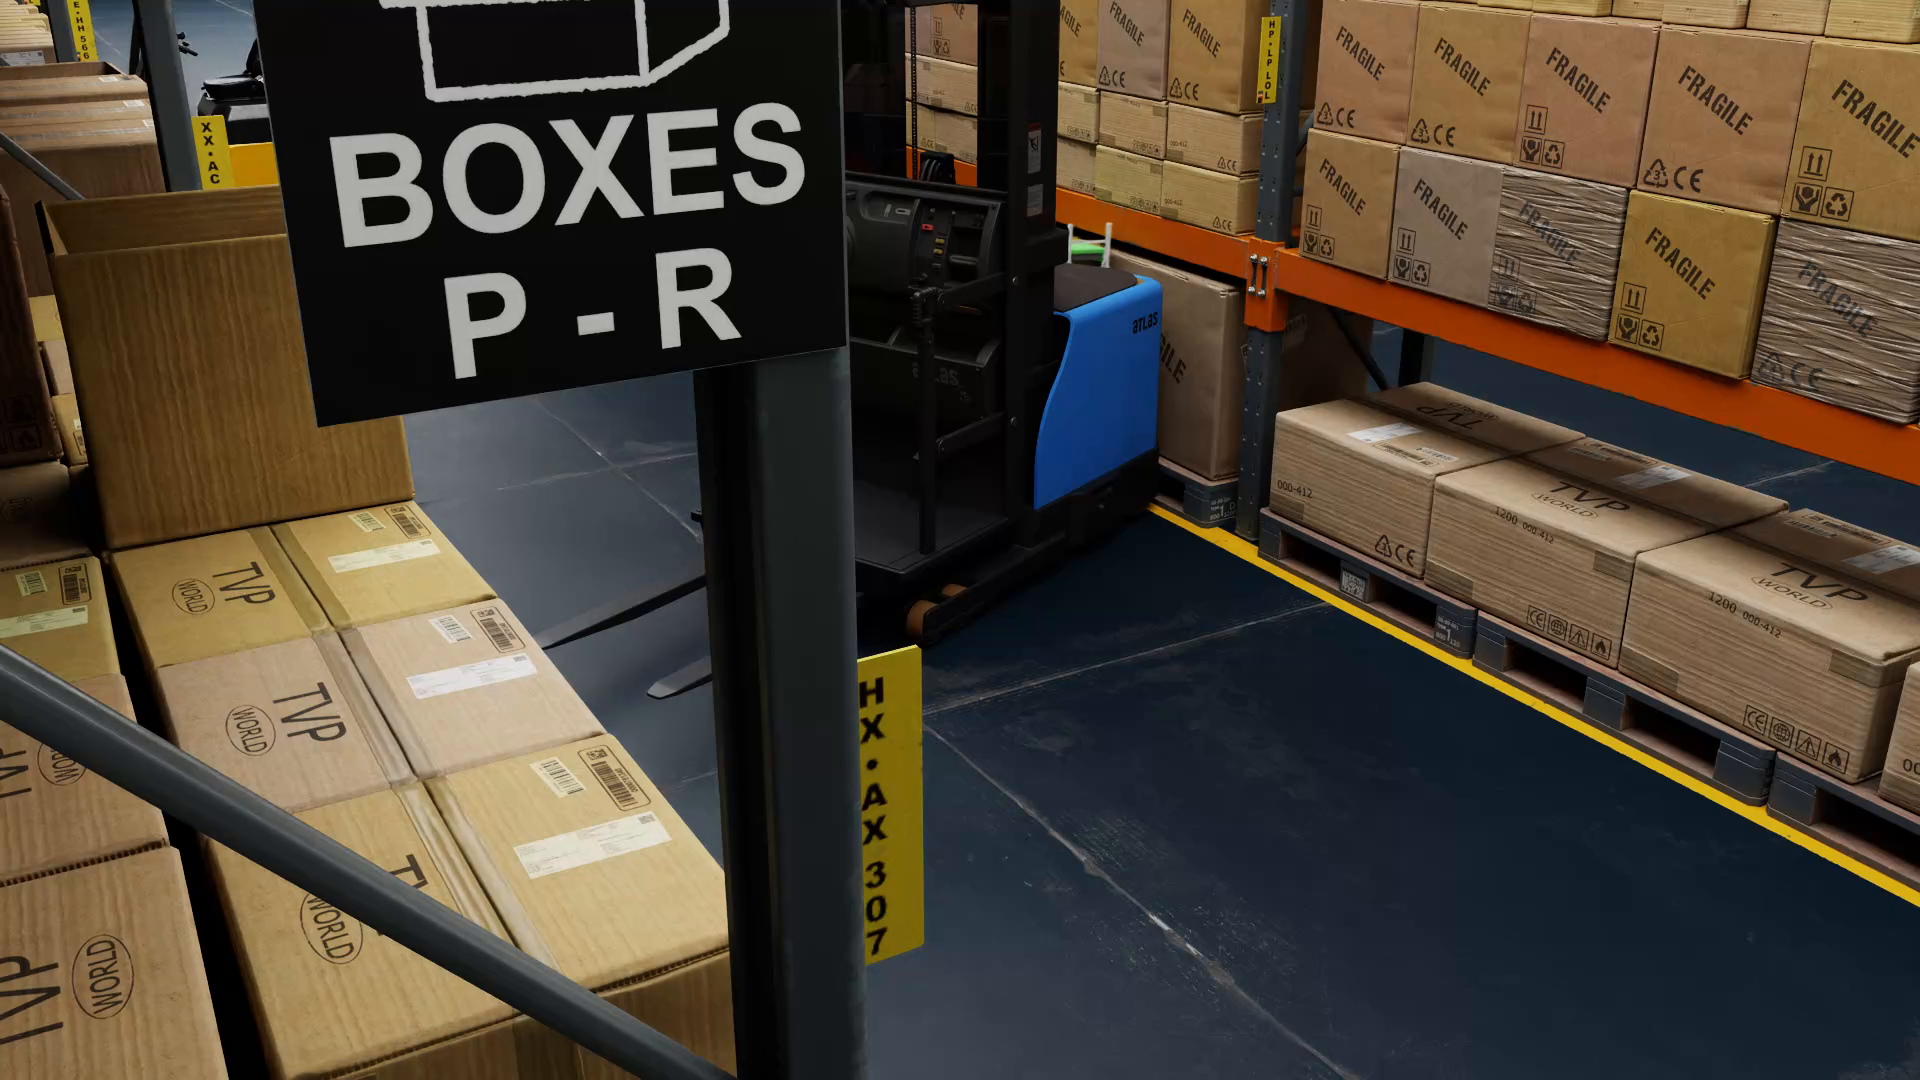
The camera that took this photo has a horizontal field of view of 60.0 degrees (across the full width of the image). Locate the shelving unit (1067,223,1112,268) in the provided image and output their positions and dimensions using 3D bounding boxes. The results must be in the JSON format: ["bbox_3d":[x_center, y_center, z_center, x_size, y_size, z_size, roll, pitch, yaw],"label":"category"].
[{"bbox_3d":[0.440,-0.949,8.001,0.258,1.200,0.503,-8,21,-31],"label":"shelving unit"}]

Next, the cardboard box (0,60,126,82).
[{"bbox_3d":[-3.639,-1.578,6.515,0.797,0.503,0.637,-13,26,-29],"label":"cardboard box"}]

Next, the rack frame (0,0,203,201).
[{"bbox_3d":[-2.589,-0.534,4.641,1.000,3.000,0.127,-13,25,-28],"label":"rack frame"}]

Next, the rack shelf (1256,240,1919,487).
[{"bbox_3d":[2.698,-0.509,5.535,1.077,0.370,4.000,-13,25,-28],"label":"rack shelf"}]

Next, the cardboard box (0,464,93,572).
[{"bbox_3d":[-1.787,0.097,2.892,0.500,0.250,0.500,-13,25,-28],"label":"cardboard box"}]

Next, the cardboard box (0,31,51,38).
[{"bbox_3d":[-4.833,-2.500,8.483,0.380,0.149,0.250,-12,25,-27],"label":"cardboard box"}]

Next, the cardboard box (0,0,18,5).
[{"bbox_3d":[-6.163,-3.322,10.507,0.380,0.149,0.250,-13,26,-29],"label":"cardboard box"}]

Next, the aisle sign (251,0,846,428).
[{"bbox_3d":[-0.258,-0.478,1.050,0.394,0.787,0.004,-13,25,-28],"label":"aisle sign"}]

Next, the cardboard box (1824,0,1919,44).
[{"bbox_3d":[2.665,-1.485,4.659,0.380,0.149,0.250,-12,25,-27],"label":"cardboard box"}]

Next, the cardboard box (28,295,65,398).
[{"bbox_3d":[-2.119,-0.484,4.323,0.500,0.250,0.500,-12,25,-27],"label":"cardboard box"}]

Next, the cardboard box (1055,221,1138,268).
[{"bbox_3d":[0.823,-1.176,8.485,0.875,0.875,0.875,-12,25,-27],"label":"cardboard box"}]

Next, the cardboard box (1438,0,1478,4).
[{"bbox_3d":[1.926,-1.993,5.909,0.380,0.149,0.250,-13,25,-29],"label":"cardboard box"}]

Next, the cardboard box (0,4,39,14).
[{"bbox_3d":[-5.835,-3.173,10.141,0.380,0.149,0.250,-13,26,-30],"label":"cardboard box"}]

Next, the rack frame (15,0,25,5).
[{"bbox_3d":[-6.676,-3.123,11.012,1.000,3.000,0.127,-13,25,-28],"label":"rack frame"}]

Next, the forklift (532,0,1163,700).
[{"bbox_3d":[-0.367,-1.168,6.291,1.130,2.935,3.031,15,27,33],"label":"forklift"}]

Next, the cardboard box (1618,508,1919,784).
[{"bbox_3d":[2.822,0.309,5.414,0.875,0.438,0.875,-12,25,-27],"label":"cardboard box"}]

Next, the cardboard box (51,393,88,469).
[{"bbox_3d":[-1.607,-0.161,3.527,0.500,0.250,0.500,-13,25,-29],"label":"cardboard box"}]

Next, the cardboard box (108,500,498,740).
[{"bbox_3d":[-1.065,0.168,2.720,0.500,0.250,0.500,-13,26,-29],"label":"cardboard box"}]

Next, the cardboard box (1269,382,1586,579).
[{"bbox_3d":[1.905,-0.273,6.845,0.875,0.438,0.875,-13,25,-29],"label":"cardboard box"}]

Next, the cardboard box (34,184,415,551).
[{"bbox_3d":[-1.312,-0.339,2.969,0.500,0.500,0.500,-12,25,-27],"label":"cardboard box"}]

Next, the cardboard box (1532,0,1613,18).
[{"bbox_3d":[2.111,-1.809,5.457,0.380,0.149,0.250,-13,26,-30],"label":"cardboard box"}]

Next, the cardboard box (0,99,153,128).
[{"bbox_3d":[-2.908,-1.142,5.446,0.700,0.500,0.500,-12,25,-28],"label":"cardboard box"}]

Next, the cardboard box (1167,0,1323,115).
[{"bbox_3d":[1.232,-2.095,7.023,0.500,0.500,0.500,-12,25,-27],"label":"cardboard box"}]

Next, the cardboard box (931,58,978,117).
[{"bbox_3d":[0.187,-2.404,8.777,0.500,0.250,0.500,-13,25,-28],"label":"cardboard box"}]

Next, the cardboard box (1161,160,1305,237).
[{"bbox_3d":[1.231,-1.517,7.259,0.500,0.250,0.500,-13,26,-29],"label":"cardboard box"}]

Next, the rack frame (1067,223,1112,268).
[{"bbox_3d":[0.568,-0.879,7.805,0.240,1.200,0.015,-8,21,-31],"label":"rack frame"}]

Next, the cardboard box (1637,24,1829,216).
[{"bbox_3d":[2.471,-1.302,5.070,0.500,0.500,0.500,-13,25,-29],"label":"cardboard box"}]

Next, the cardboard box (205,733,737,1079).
[{"bbox_3d":[-0.546,0.494,1.916,0.500,0.250,0.500,-12,25,-28],"label":"cardboard box"}]

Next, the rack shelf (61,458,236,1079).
[{"bbox_3d":[-1.567,0.447,3.183,1.077,0.370,4.000,-13,25,-28],"label":"rack shelf"}]

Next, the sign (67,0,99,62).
[{"bbox_3d":[-4.171,-2.436,7.888,0.100,0.325,0.005,-13,25,-28],"label":"sign"}]

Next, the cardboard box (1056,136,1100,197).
[{"bbox_3d":[0.730,-1.849,8.076,0.500,0.250,0.500,-13,26,-30],"label":"cardboard box"}]

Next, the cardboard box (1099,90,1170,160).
[{"bbox_3d":[0.980,-1.908,7.557,0.500,0.250,0.500,-12,25,-27],"label":"cardboard box"}]

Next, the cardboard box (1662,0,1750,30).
[{"bbox_3d":[2.376,-1.651,5.067,0.380,0.149,0.250,-13,25,-28],"label":"cardboard box"}]

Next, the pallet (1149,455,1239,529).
[{"bbox_3d":[1.217,-0.433,8.097,1.003,0.211,1.213,-13,25,-28],"label":"pallet"}]

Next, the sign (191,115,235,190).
[{"bbox_3d":[-2.126,-1.042,4.741,0.100,0.325,0.005,-13,25,-28],"label":"sign"}]

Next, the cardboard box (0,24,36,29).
[{"bbox_3d":[-5.131,-2.657,8.871,0.380,0.149,0.250,-12,25,-28],"label":"cardboard box"}]

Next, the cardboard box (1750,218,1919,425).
[{"bbox_3d":[2.731,-0.676,4.859,0.500,0.500,0.500,-12,25,-27],"label":"cardboard box"}]

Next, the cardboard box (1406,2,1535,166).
[{"bbox_3d":[1.964,-1.634,5.887,0.500,0.500,0.500,-13,25,-29],"label":"cardboard box"}]

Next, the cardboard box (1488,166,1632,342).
[{"bbox_3d":[2.193,-1.008,5.674,0.500,0.500,0.500,-12,25,-28],"label":"cardboard box"}]

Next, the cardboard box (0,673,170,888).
[{"bbox_3d":[-1.271,0.428,2.079,0.500,0.250,0.500,-13,25,-28],"label":"cardboard box"}]

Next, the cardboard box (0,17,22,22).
[{"bbox_3d":[-5.426,-2.817,9.263,0.380,0.149,0.250,-13,25,-28],"label":"cardboard box"}]

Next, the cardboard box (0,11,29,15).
[{"bbox_3d":[-5.632,-2.994,9.700,0.380,0.149,0.250,-12,25,-28],"label":"cardboard box"}]

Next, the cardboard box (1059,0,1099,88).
[{"bbox_3d":[0.720,-2.429,7.844,0.500,0.500,0.500,-12,25,-27],"label":"cardboard box"}]

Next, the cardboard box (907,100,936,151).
[{"bbox_3d":[-0.056,-2.345,9.297,0.500,0.250,0.500,-13,26,-30],"label":"cardboard box"}]

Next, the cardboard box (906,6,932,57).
[{"bbox_3d":[-0.064,-2.929,9.072,0.500,0.500,0.500,-12,25,-28],"label":"cardboard box"}]

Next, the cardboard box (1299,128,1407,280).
[{"bbox_3d":[1.691,-1.334,6.476,0.500,0.500,0.500,-12,25,-27],"label":"cardboard box"}]

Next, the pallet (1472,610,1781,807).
[{"bbox_3d":[2.625,0.459,5.902,1.003,0.211,1.213,-13,25,-28],"label":"pallet"}]

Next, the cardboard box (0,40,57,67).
[{"bbox_3d":[-4.542,-2.335,8.079,0.380,0.149,0.250,-12,25,-27],"label":"cardboard box"}]
